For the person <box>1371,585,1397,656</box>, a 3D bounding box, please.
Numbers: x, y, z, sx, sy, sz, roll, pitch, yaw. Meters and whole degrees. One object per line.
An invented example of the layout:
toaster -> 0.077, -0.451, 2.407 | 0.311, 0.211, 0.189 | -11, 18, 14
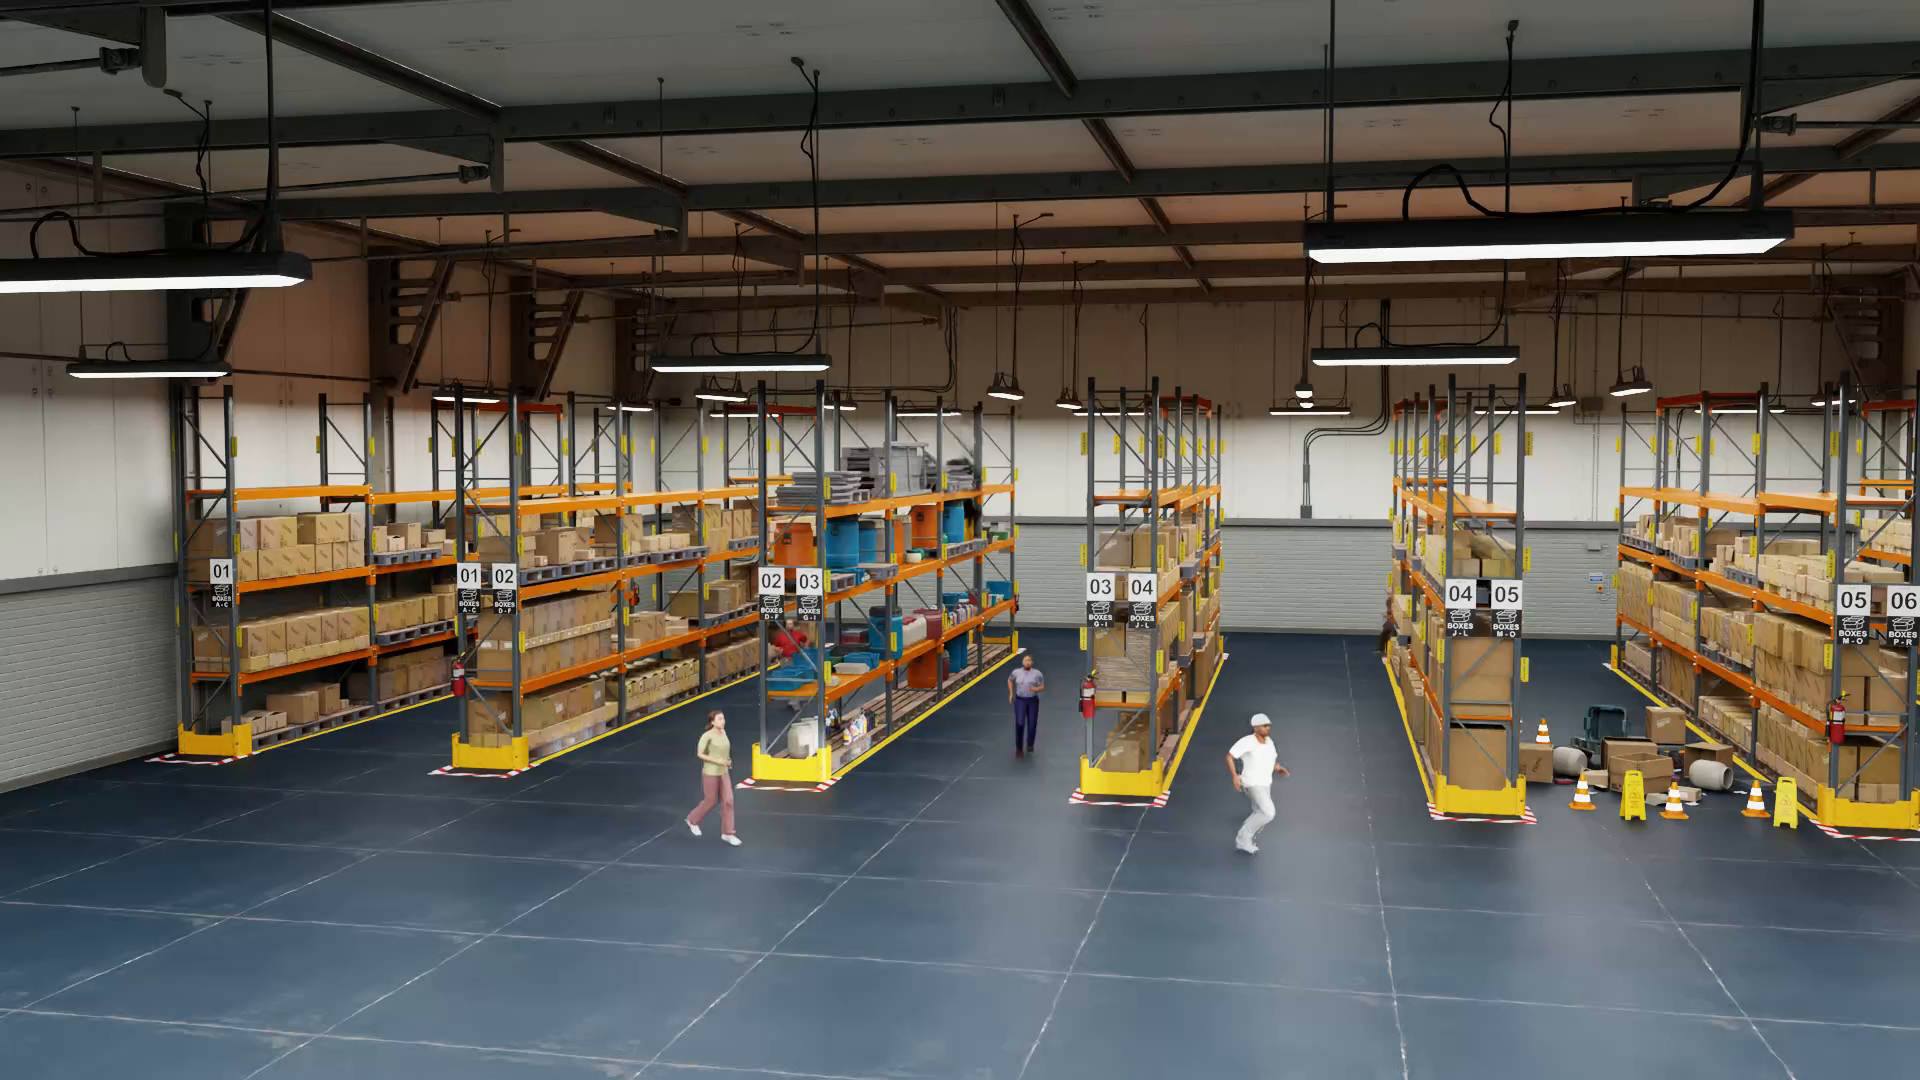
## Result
person -> 10.278, 1.912, 39.845 | 0.797, 1.734, 1.009 | 1, 3, 14

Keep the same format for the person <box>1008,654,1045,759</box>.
person -> 1.075, 2.686, 26.883 | 0.576, 1.697, 0.720 | 0, 3, -2

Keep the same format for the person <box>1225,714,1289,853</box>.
person -> 3.666, 2.984, 20.339 | 0.680, 1.716, 0.720 | -3, 4, -44

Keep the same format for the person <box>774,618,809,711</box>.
person -> -3.231, 2.388, 31.688 | 0.638, 1.786, 0.767 | 0, 3, 5

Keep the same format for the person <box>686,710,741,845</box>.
person -> -3.116, 2.985, 21.085 | 0.848, 1.688, 0.598 | 2, 4, 36
